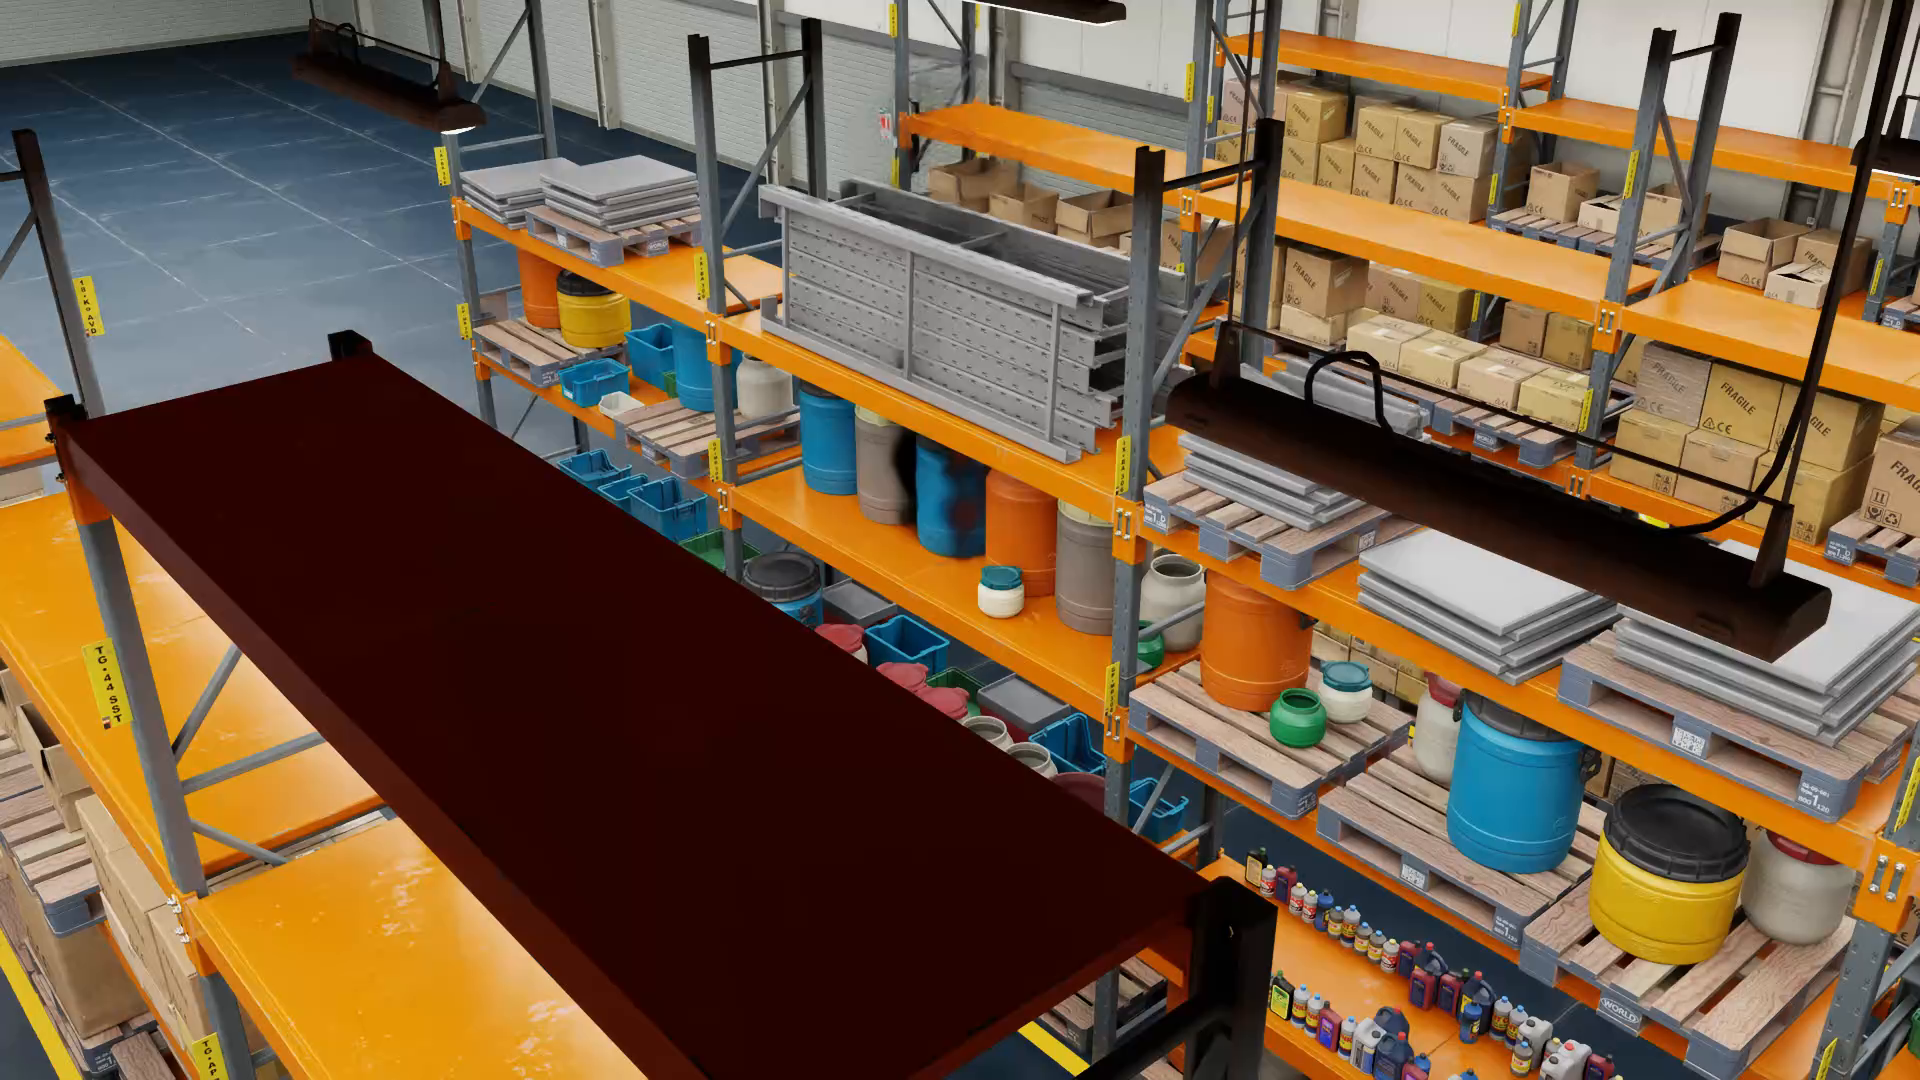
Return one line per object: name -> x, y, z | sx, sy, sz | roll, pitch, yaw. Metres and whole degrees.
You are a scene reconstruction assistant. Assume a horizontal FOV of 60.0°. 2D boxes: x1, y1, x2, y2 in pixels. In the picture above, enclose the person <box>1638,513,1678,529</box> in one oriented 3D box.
person -> 6.132, 0.281, 15.100 | 0.689, 1.766, 0.852 | -20, 33, -34
